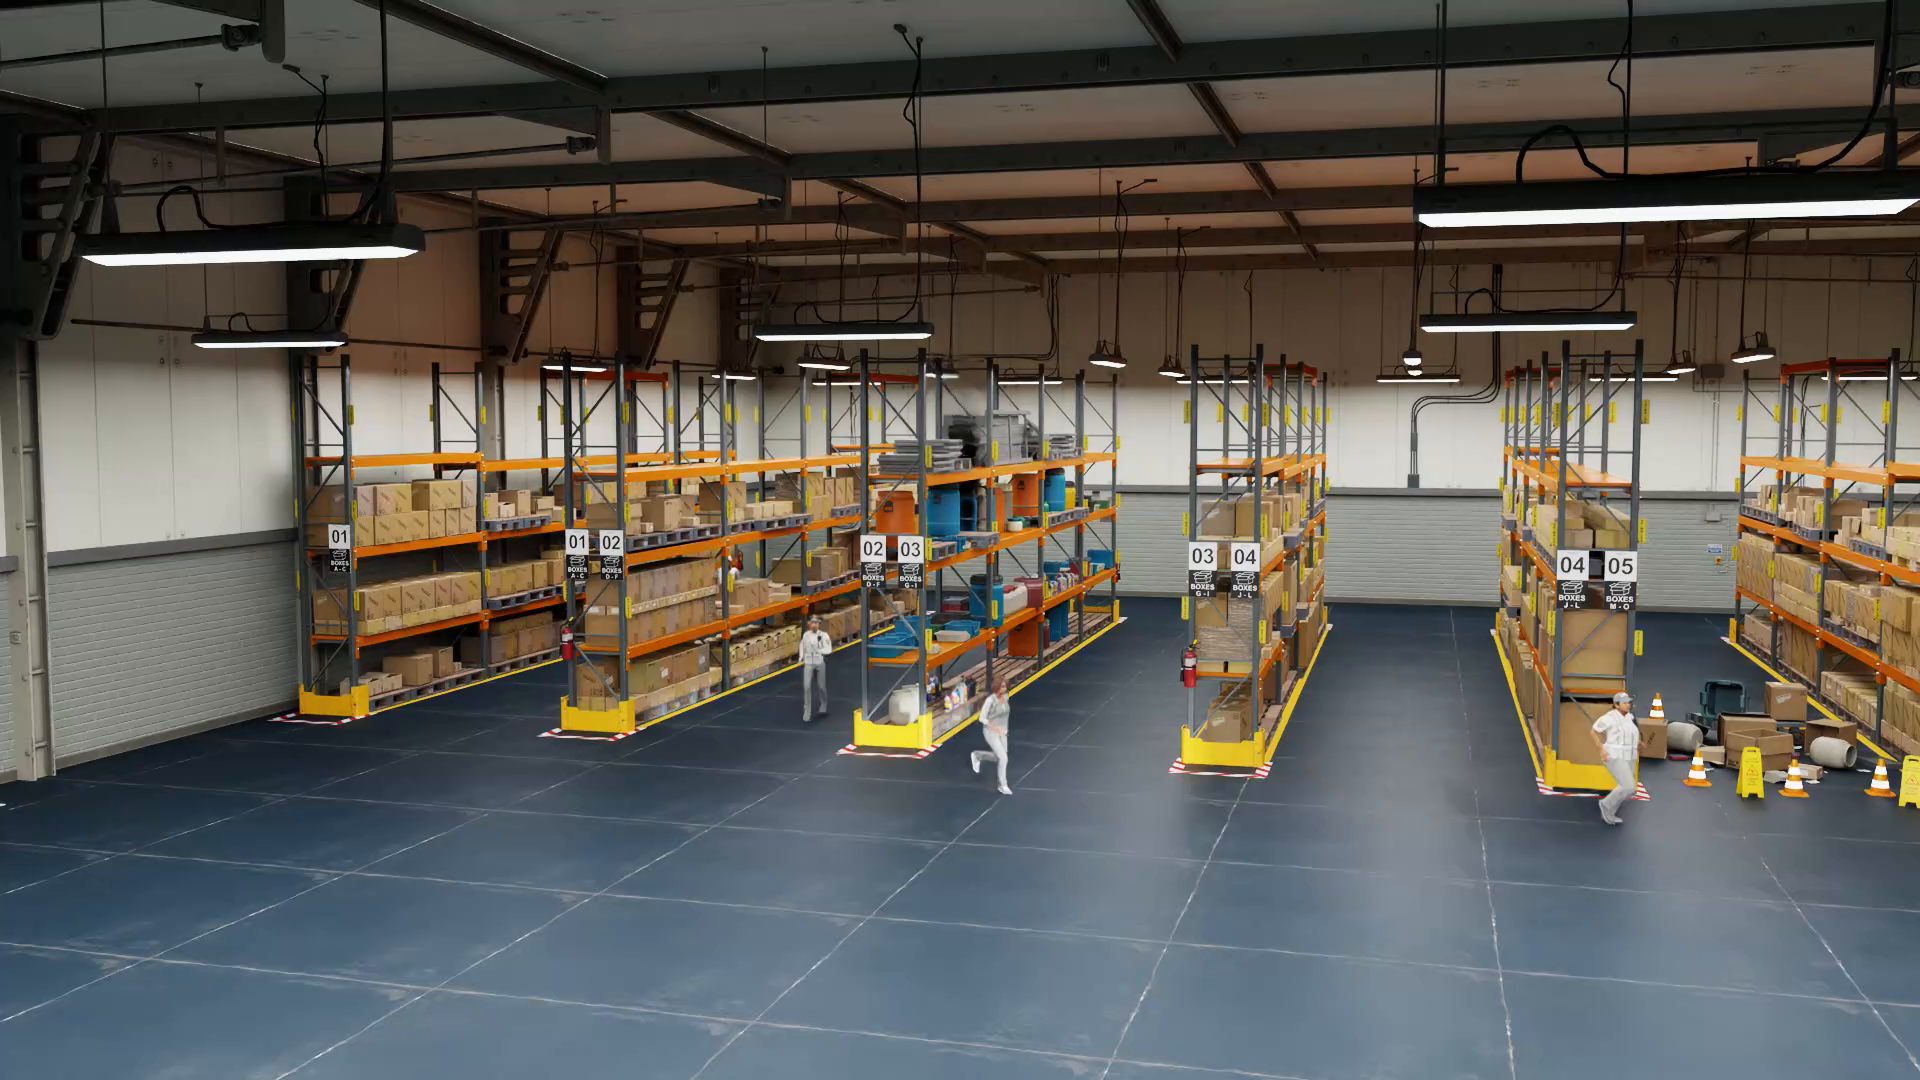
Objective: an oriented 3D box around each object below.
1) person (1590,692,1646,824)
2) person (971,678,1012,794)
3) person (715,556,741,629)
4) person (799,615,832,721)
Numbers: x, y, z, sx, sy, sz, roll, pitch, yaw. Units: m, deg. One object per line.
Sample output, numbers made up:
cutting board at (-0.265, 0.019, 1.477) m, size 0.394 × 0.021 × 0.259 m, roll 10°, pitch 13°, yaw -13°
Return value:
person at (8.050, 2.660, 20.196) m, size 0.593 × 1.621 × 0.595 m, roll -3°, pitch 5°, yaw -30°
person at (0.409, 2.590, 22.145) m, size 0.678 × 1.567 × 0.565 m, roll 4°, pitch 6°, yaw 39°
person at (-5.403, 1.234, 38.434) m, size 0.656 × 1.741 × 0.629 m, roll 0°, pitch 4°, yaw 3°
person at (-2.390, 2.073, 27.462) m, size 0.599 × 1.708 × 0.878 m, roll 1°, pitch 4°, yaw 7°
